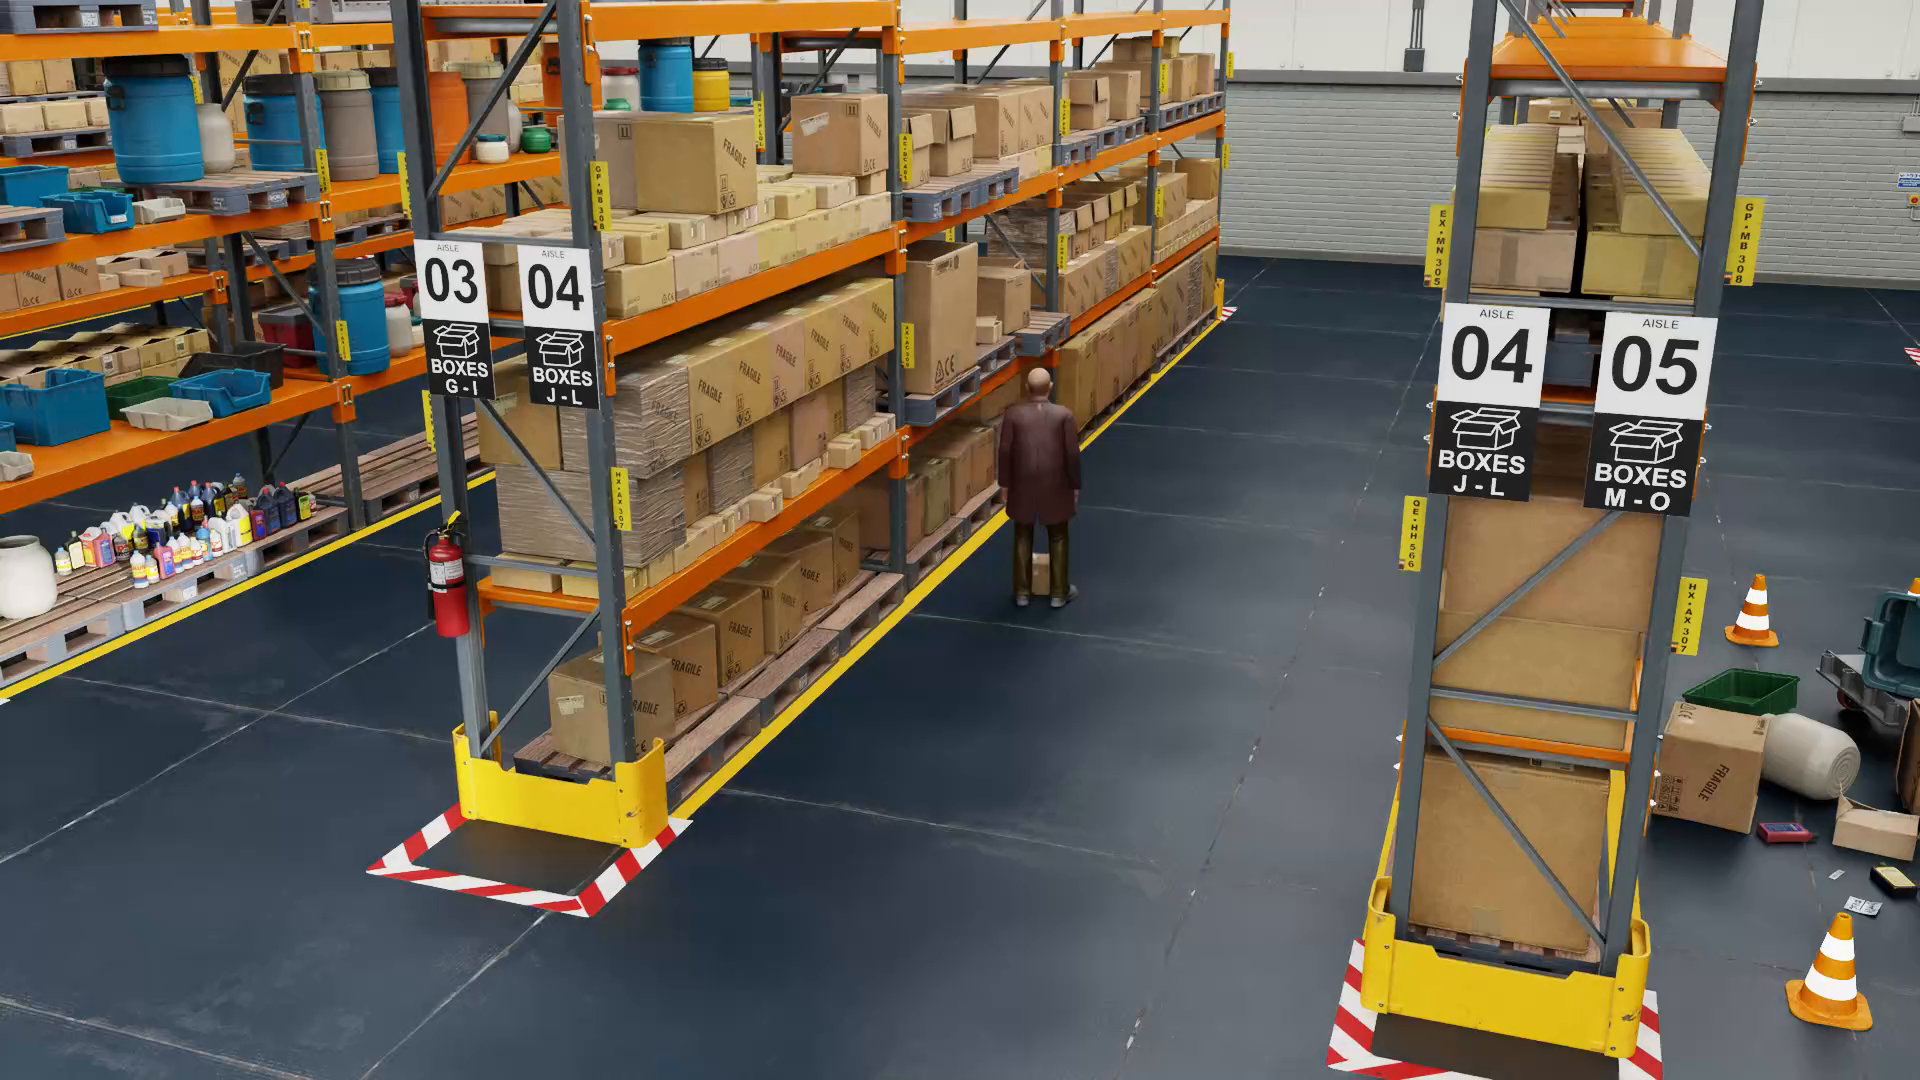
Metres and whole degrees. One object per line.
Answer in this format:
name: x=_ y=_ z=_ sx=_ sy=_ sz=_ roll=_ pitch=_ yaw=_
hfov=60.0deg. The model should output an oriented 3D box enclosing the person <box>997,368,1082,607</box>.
person: x=0.586 y=-0.386 z=12.246 sx=0.625 sy=1.773 sz=0.430 roll=3 pitch=19 yaw=8
